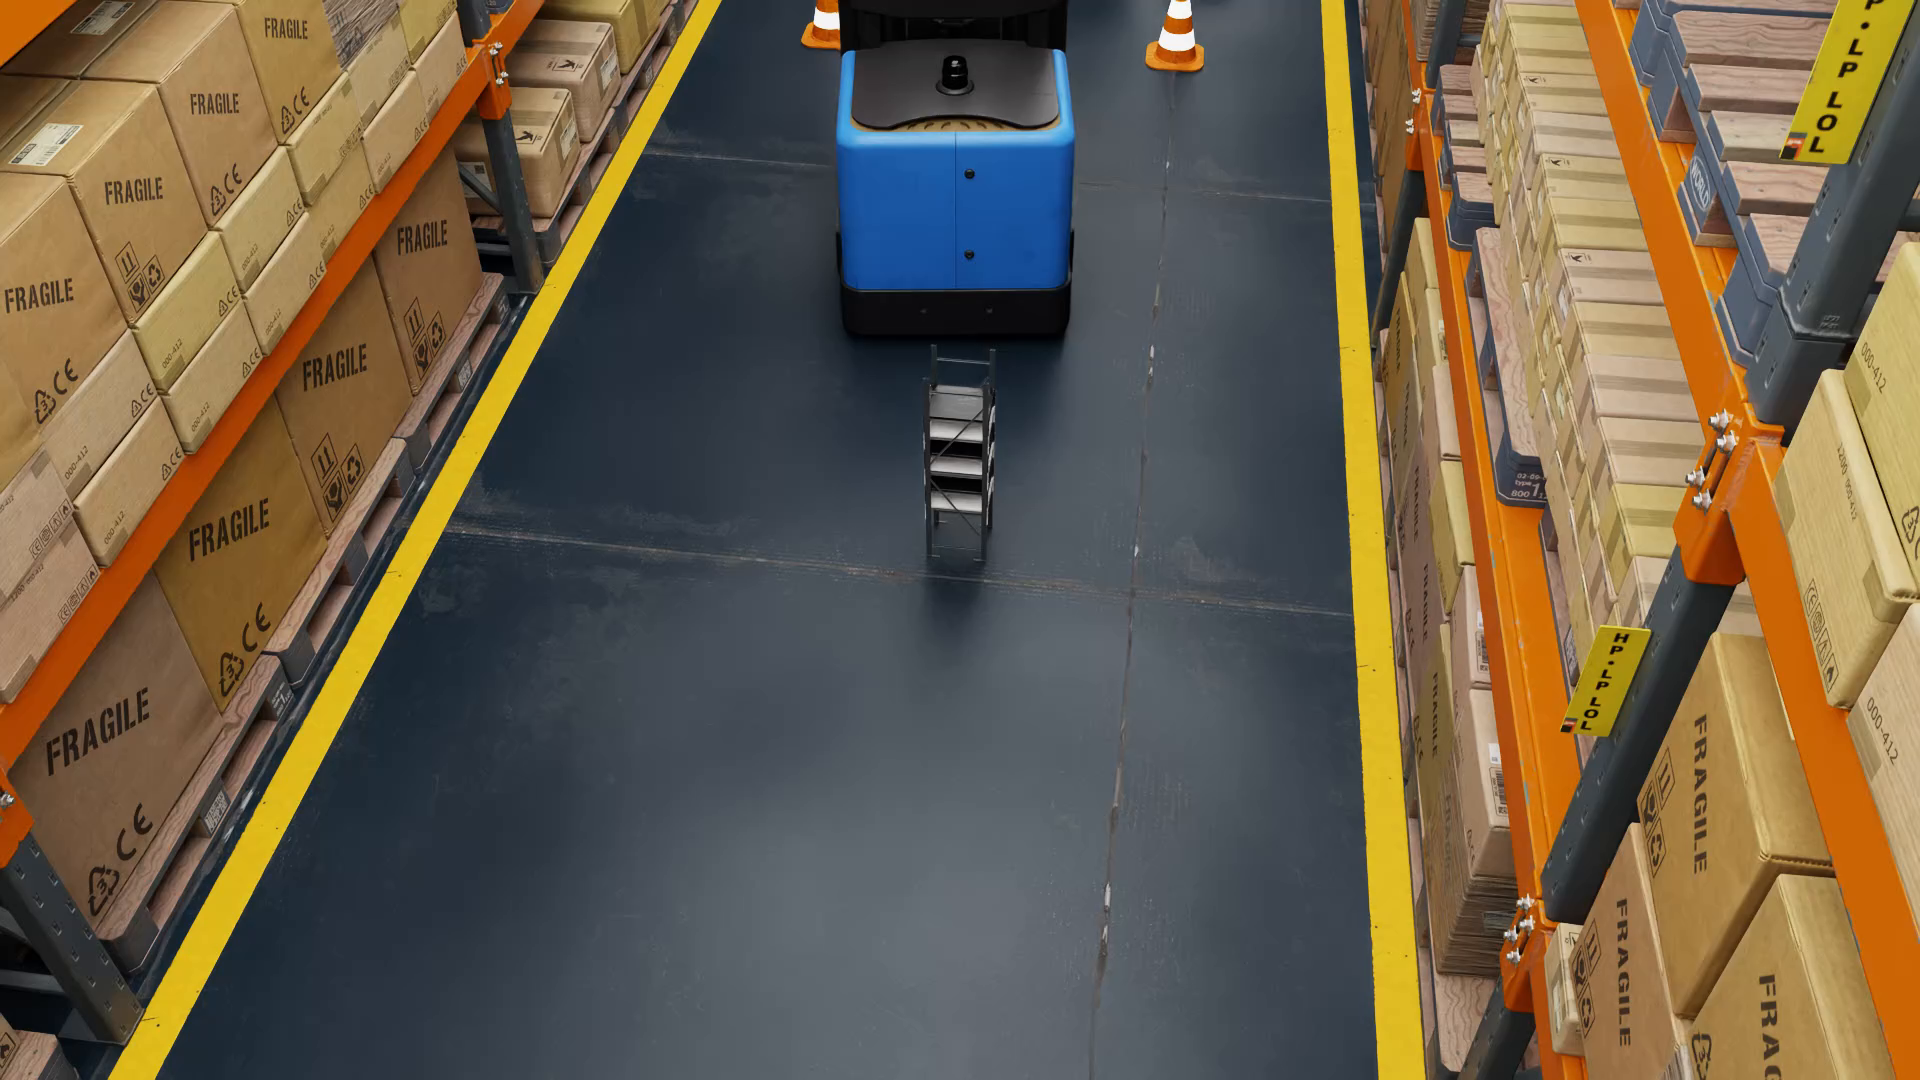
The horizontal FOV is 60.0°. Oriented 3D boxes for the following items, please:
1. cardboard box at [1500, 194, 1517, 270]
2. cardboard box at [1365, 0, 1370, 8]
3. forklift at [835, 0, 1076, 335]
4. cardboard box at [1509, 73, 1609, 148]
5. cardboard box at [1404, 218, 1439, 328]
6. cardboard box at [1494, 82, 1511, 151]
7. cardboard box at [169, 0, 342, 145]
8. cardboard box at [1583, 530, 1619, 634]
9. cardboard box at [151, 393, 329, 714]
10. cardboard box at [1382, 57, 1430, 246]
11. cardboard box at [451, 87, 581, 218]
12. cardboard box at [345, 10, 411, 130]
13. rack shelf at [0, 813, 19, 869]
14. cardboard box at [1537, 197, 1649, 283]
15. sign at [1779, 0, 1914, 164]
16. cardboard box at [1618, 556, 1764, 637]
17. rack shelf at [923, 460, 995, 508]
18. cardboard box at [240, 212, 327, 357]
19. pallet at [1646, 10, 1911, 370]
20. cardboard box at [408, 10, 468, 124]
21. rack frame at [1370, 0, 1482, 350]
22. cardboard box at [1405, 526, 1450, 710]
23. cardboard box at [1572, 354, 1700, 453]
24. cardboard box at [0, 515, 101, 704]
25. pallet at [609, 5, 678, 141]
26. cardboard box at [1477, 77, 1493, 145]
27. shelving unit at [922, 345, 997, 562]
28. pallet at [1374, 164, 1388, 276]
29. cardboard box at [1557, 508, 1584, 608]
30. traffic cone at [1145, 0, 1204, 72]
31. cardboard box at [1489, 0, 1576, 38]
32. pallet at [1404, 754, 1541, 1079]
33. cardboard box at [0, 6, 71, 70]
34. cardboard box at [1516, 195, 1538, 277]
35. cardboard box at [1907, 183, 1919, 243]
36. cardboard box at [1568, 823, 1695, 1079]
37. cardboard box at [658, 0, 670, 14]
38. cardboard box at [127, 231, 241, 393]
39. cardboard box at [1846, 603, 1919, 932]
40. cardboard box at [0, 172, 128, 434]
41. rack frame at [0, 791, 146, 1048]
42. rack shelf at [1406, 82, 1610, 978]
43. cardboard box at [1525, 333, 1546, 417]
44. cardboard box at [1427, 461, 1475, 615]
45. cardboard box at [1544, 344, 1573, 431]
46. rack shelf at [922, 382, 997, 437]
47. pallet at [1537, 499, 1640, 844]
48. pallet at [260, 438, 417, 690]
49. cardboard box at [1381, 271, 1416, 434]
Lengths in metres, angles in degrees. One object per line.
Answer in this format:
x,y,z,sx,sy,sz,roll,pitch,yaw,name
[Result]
2.006,-1.007,5.509,0.380,0.149,0.250,7,44,7,cardboard box
2.939,-3.595,9.696,1.050,0.750,0.750,5,44,5,cardboard box
-0.036,-2.999,7.786,1.130,2.935,3.031,-1,43,-1,forklift
2.044,-1.414,5.506,0.380,0.149,0.250,4,44,4,cardboard box
2.072,-1.034,6.627,0.500,0.250,0.500,3,44,4,cardboard box
2.074,-1.455,5.766,0.380,0.149,0.250,4,44,4,cardboard box
-2.458,-1.680,5.543,0.500,0.500,0.500,5,44,6,cardboard box
1.764,0.124,4.099,0.380,0.149,0.250,6,44,6,cardboard box
-2.932,-0.047,5.857,0.875,0.875,0.875,6,44,7,cardboard box
2.572,-1.707,7.702,1.050,0.750,0.750,5,44,5,cardboard box
-2.433,-1.928,8.210,0.950,0.372,0.625,3,43,3,cardboard box
-2.394,-1.770,6.183,0.500,0.250,0.500,4,44,4,cardboard box
-3.311,2.005,2.974,1.077,0.370,4.000,5,44,6,rack shelf
1.941,-0.879,4.941,0.380,0.149,0.250,5,44,5,cardboard box
1.323,-0.706,2.470,0.100,0.325,0.005,5,44,6,sign
1.733,0.193,3.809,0.380,0.149,0.250,7,44,7,cardboard box
-0.001,-0.232,6.520,0.258,0.077,0.200,5,44,6,rack shelf
-2.501,-0.881,5.608,0.500,0.250,0.500,5,44,5,cardboard box
2.061,-0.670,3.231,1.213,0.211,1.003,5,44,6,pallet
-2.327,-1.923,6.708,0.500,0.250,0.500,4,44,4,cardboard box
2.403,-1.964,6.643,1.000,3.000,0.127,5,44,6,rack frame
1.862,0.291,5.774,0.500,0.500,0.500,4,44,5,cardboard box
1.839,-0.345,4.377,0.380,0.149,0.250,5,44,5,cardboard box
-2.726,0.159,4.509,0.500,0.250,0.500,4,44,5,cardboard box
-2.249,-2.694,9.442,1.003,0.211,1.213,5,44,6,pallet
2.108,-1.556,6.089,0.380,0.149,0.250,7,44,8,cardboard box
-0.001,-0.321,6.435,0.258,0.900,0.210,5,44,6,shelving unit
2.582,-1.482,8.162,1.003,0.211,1.213,5,44,6,pallet
1.799,0.065,4.377,0.380,0.149,0.250,5,44,5,cardboard box
1.257,-2.993,9.574,0.336,0.463,0.334,5,44,6,traffic cone
2.149,-1.941,6.063,0.380,0.149,0.250,5,44,6,cardboard box
1.975,1.243,5.283,1.003,0.211,1.213,5,44,6,pallet
-3.035,-1.397,5.244,0.500,0.500,0.500,6,44,6,cardboard box
1.971,-0.945,5.227,0.380,0.149,0.250,5,44,5,cardboard box
2.033,-0.765,2.816,0.700,0.500,0.500,5,44,6,cardboard box
1.559,0.932,3.295,0.500,0.500,0.500,5,44,5,cardboard box
-2.147,-3.422,9.788,0.950,0.372,0.625,8,44,8,cardboard box
-2.574,-0.720,5.074,0.500,0.250,0.500,6,44,6,cardboard box
1.494,0.361,2.115,0.500,0.250,0.500,5,44,5,cardboard box
-2.663,-0.642,4.446,0.500,0.500,0.500,5,44,5,cardboard box
-3.046,0.381,4.166,1.000,3.000,0.127,5,44,6,rack frame
2.138,-0.340,5.451,1.077,0.370,4.000,5,44,6,rack shelf
1.899,-0.476,4.949,0.380,0.149,0.250,7,44,7,cardboard box
1.859,0.003,5.532,0.500,0.250,0.500,3,44,4,cardboard box
1.868,-0.409,4.661,0.380,0.149,0.250,3,44,3,cardboard box
-0.001,-0.493,6.272,0.258,0.077,0.200,5,44,6,rack shelf
2.119,0.324,4.366,1.003,0.211,1.213,5,44,6,pallet
-2.860,0.027,6.568,1.003,0.211,1.213,5,44,6,pallet
2.056,-0.750,6.873,0.500,0.500,0.500,4,44,4,cardboard box
